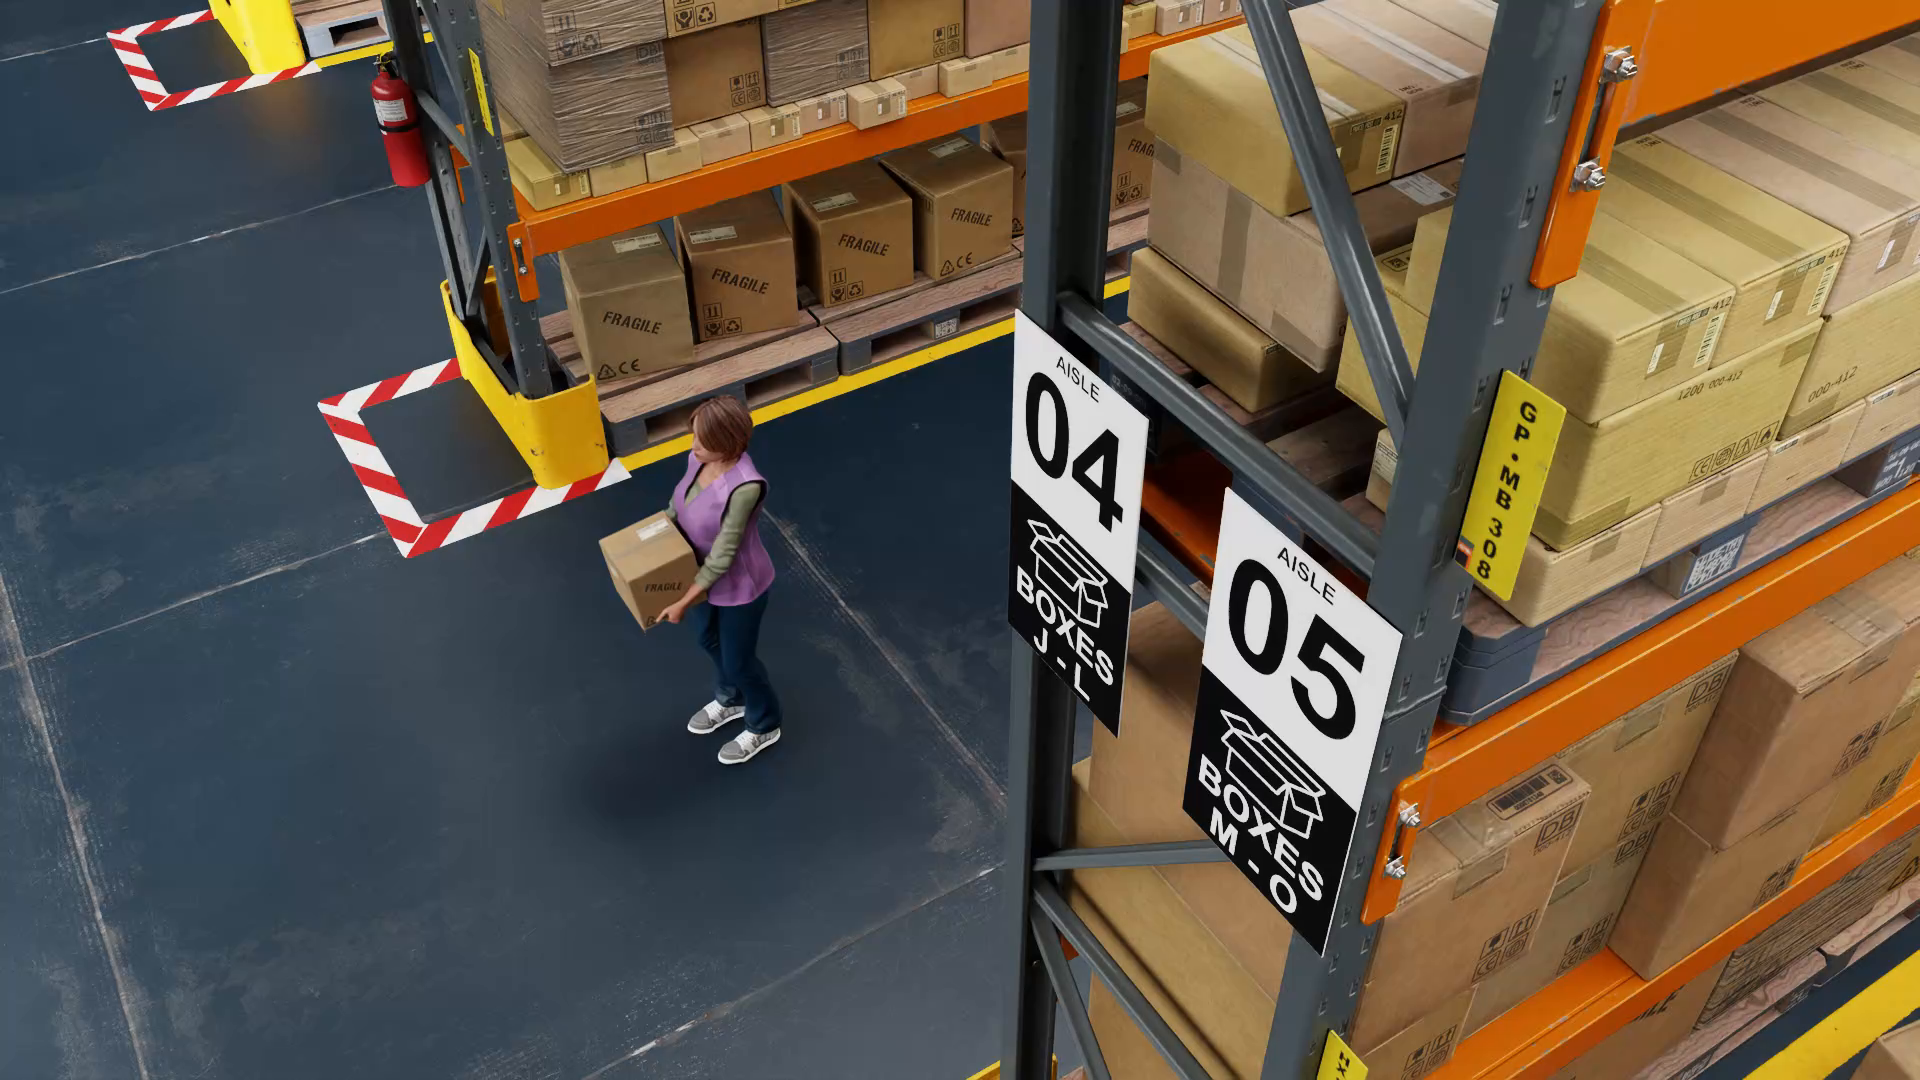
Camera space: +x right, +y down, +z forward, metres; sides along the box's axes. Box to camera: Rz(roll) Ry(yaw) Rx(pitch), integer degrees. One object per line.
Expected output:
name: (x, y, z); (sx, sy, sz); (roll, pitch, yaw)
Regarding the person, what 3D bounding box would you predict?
person: (-0.857, 0.237, 6.074); (0.362, 1.367, 0.351); (-22, 46, -23)
